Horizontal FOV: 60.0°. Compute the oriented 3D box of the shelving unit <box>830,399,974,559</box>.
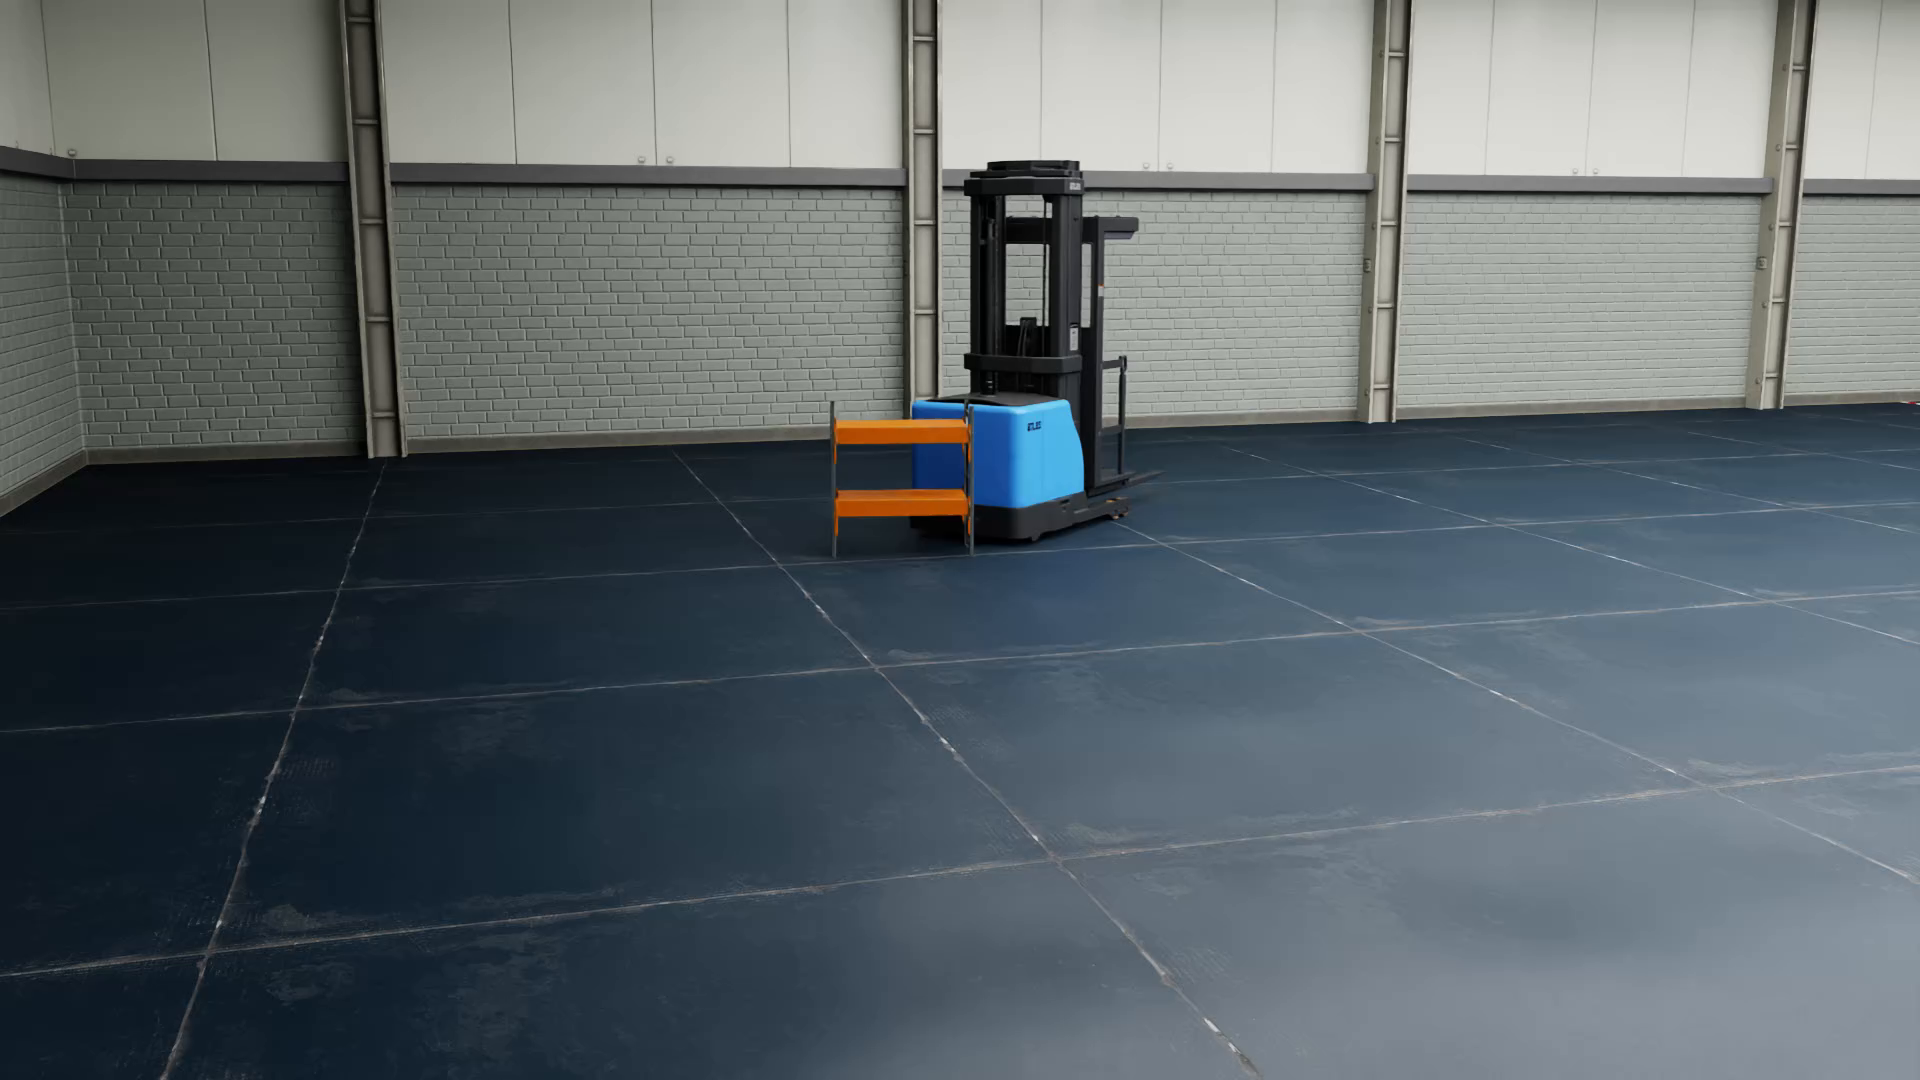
[{"bbox_3d":[-0.439,-0.462,12.450,1.048,1.125,0.538,-1,10,-4],"label":"shelving unit"}]

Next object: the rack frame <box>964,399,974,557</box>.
[{"bbox_3d":[0.068,-0.469,12.488,0.032,1.125,0.500,-1,10,-4],"label":"rack frame"}]

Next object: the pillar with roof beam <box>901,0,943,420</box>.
[{"bbox_3d":[0.770,-4.893,14.772,0.400,9.000,9.100,-3,11,-16],"label":"pillar with roof beam"}]

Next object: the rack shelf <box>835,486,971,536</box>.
[{"bbox_3d":[-0.439,-0.222,12.495,1.000,0.278,0.538,-1,10,-4],"label":"rack shelf"}]

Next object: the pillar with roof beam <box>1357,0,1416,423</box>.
[{"bbox_3d":[6.531,-5.197,16.421,0.400,9.000,9.100,-3,11,-16],"label":"pillar with roof beam"}]

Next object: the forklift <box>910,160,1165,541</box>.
[{"bbox_3d":[0.805,-1.652,13.926,1.130,2.935,3.031,6,12,31],"label":"forklift"}]

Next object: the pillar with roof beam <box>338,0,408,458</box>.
[{"bbox_3d":[-4.991,-4.590,13.123,0.400,9.000,9.100,-3,11,-16],"label":"pillar with roof beam"}]

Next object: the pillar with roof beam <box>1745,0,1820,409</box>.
[{"bbox_3d":[12.292,-5.501,18.071,0.400,9.000,9.100,-3,11,-16],"label":"pillar with roof beam"}]

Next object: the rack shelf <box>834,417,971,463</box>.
[{"bbox_3d":[-0.439,-0.750,12.397,1.000,0.278,0.538,-1,10,-4],"label":"rack shelf"}]

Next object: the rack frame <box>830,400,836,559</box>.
[{"bbox_3d":[-0.946,-0.455,12.413,0.032,1.125,0.500,-1,10,-4],"label":"rack frame"}]
